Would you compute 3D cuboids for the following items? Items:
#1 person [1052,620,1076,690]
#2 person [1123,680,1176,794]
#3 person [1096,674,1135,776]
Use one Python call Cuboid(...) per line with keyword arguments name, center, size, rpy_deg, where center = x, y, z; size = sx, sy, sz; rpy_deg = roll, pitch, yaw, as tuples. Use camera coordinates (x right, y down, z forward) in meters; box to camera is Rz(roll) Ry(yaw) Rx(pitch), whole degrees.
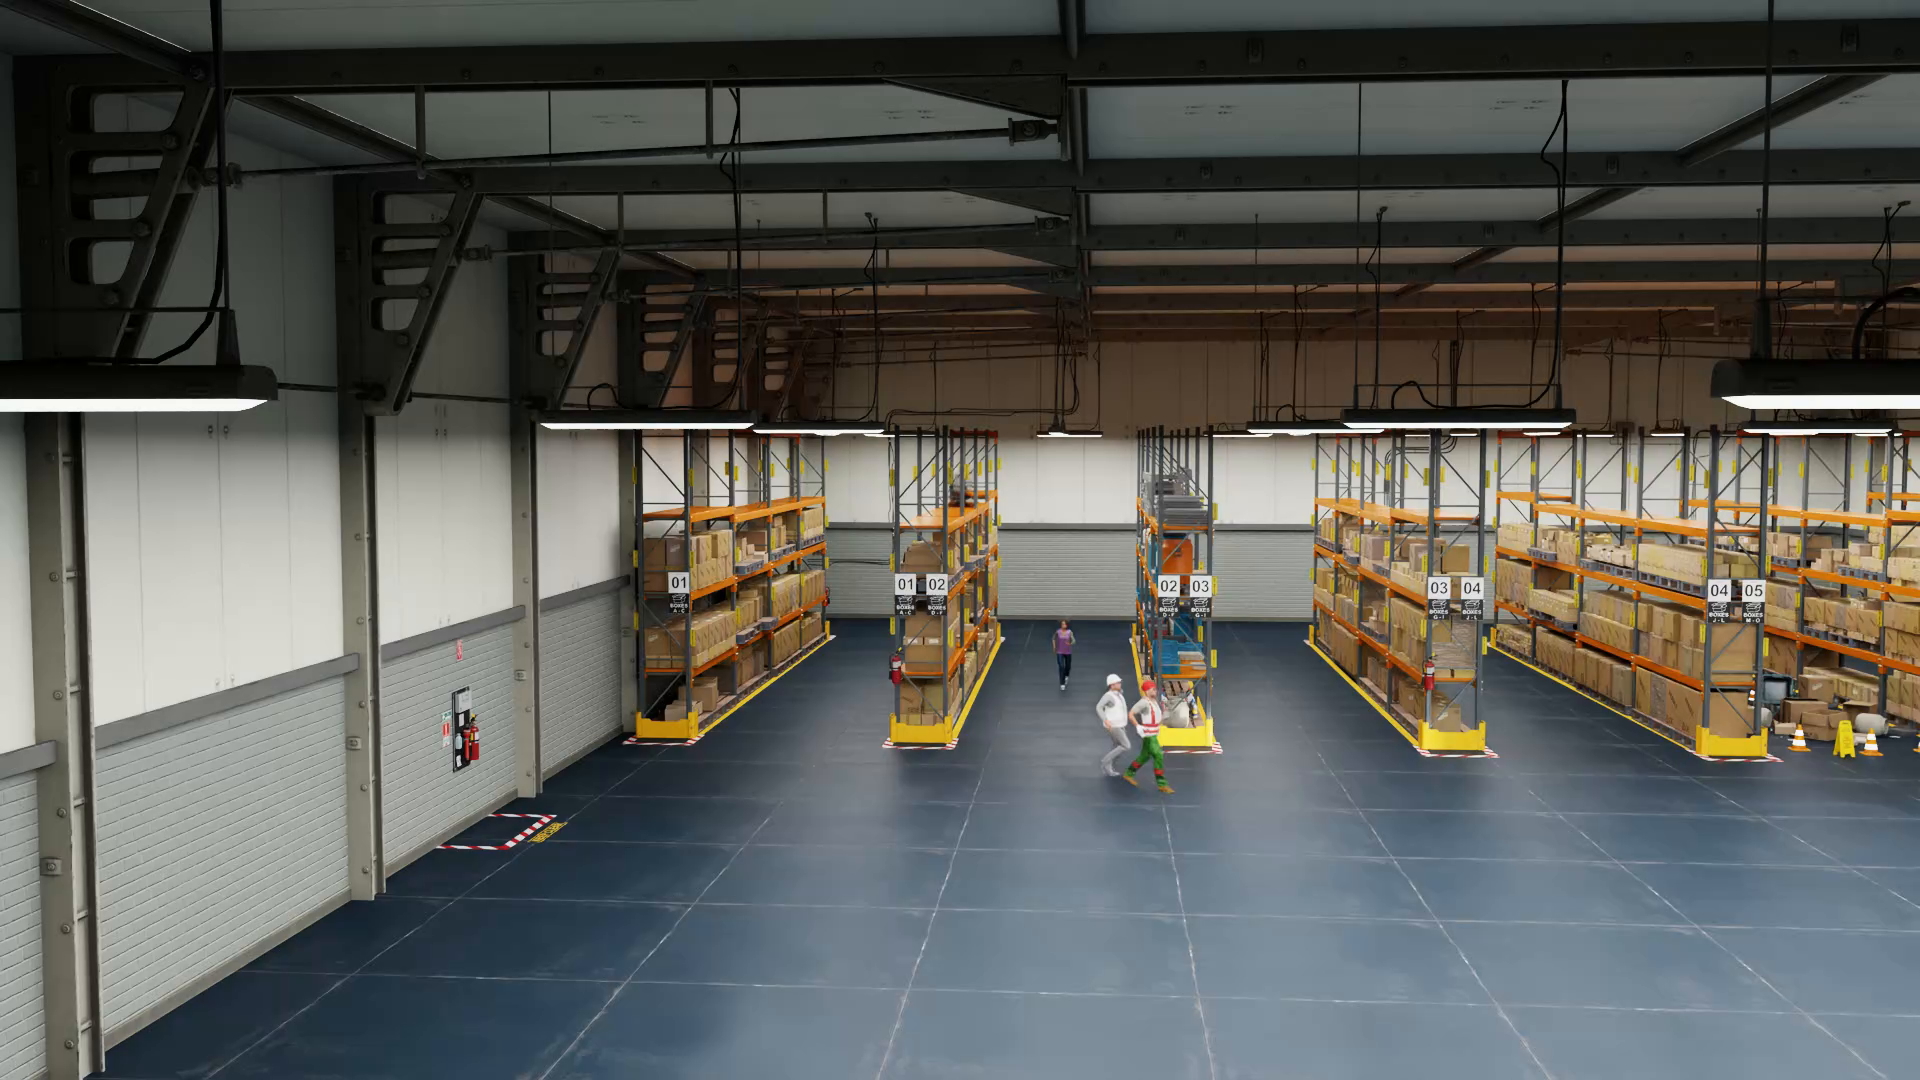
Cuboid(name="person", center=(2.384, 2.622, 38.216), size=(0.543, 1.559, 0.878), rpy_deg=(0, 3, 0))
Cuboid(name="person", center=(3.075, 3.179, 26.975), size=(0.940, 1.805, 0.656), rpy_deg=(1, 4, 22))
Cuboid(name="person", center=(2.678, 3.152, 28.216), size=(0.604, 1.734, 0.646), rpy_deg=(2, 4, 26))
